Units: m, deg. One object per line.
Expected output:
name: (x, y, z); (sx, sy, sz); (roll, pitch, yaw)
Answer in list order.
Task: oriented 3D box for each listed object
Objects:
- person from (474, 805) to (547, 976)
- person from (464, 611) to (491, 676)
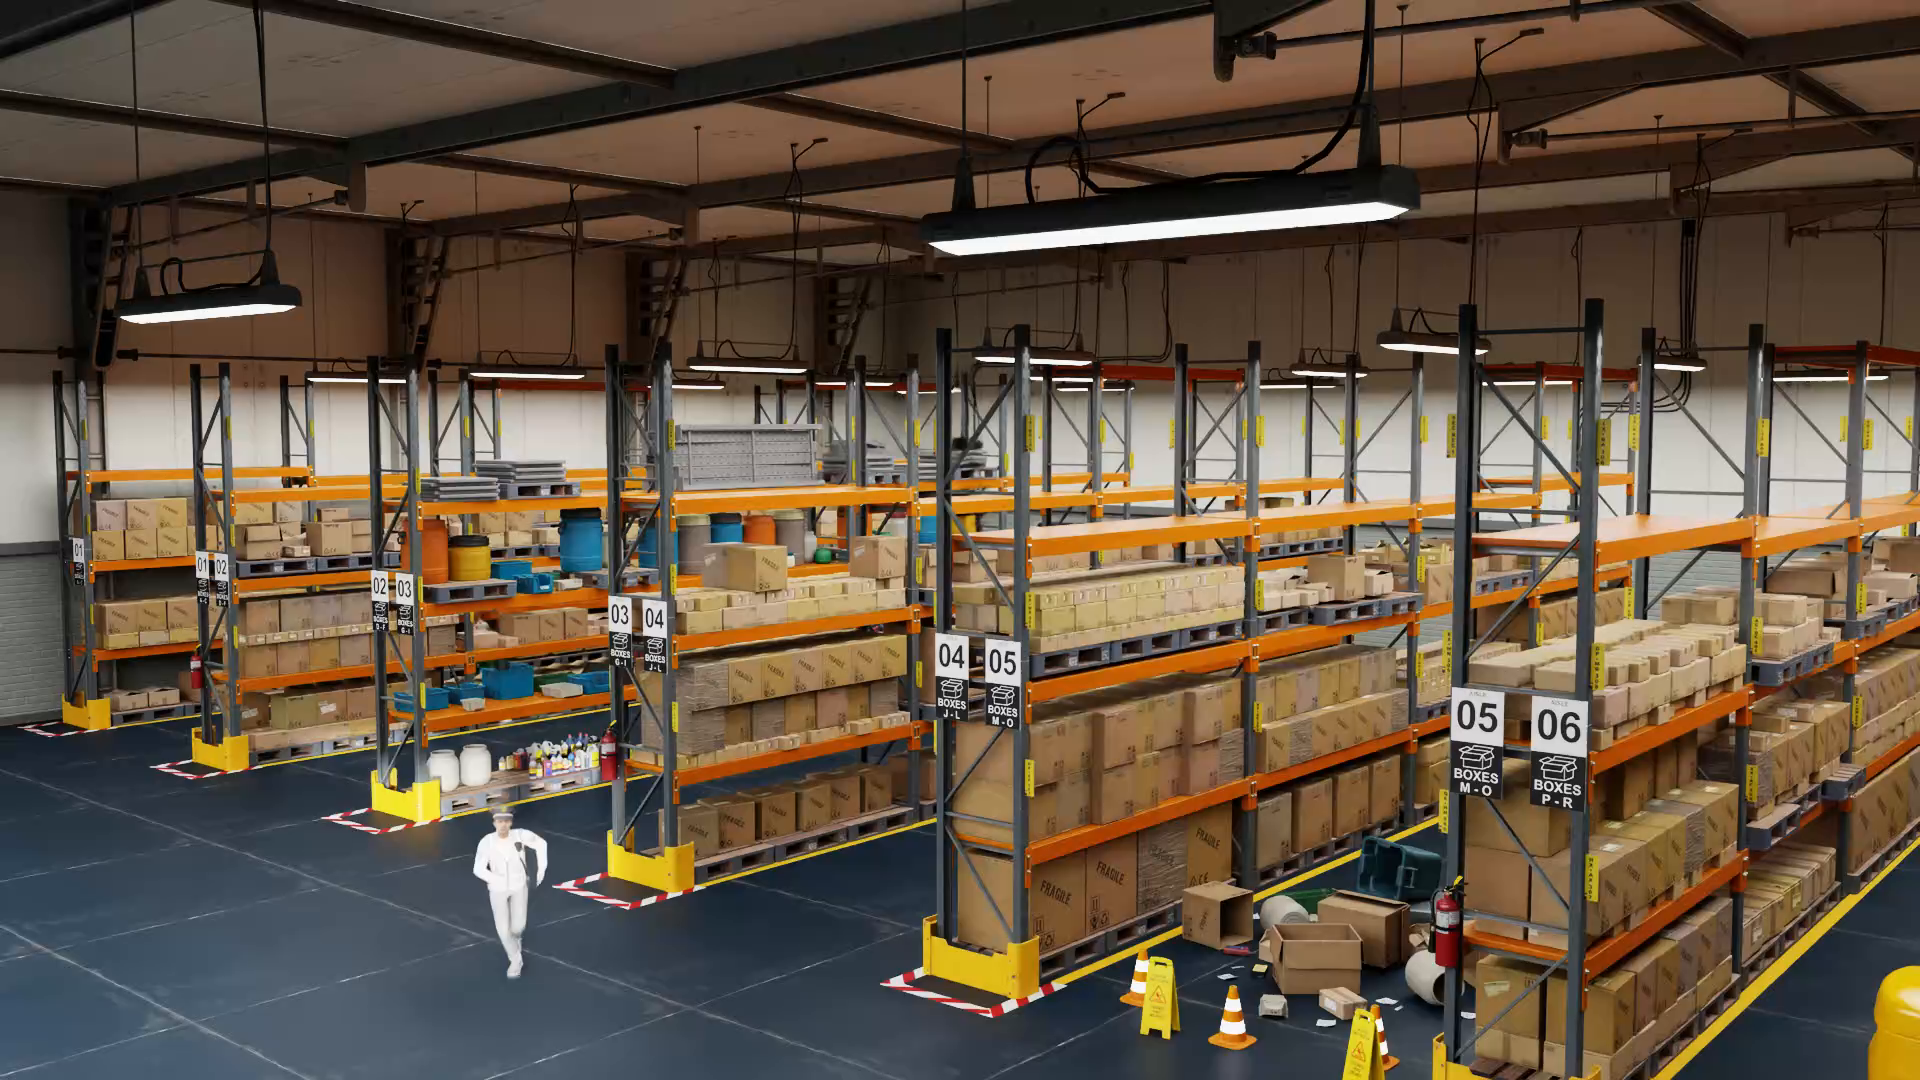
person: (-4.141, 3.240, 15.338); (0.652, 1.645, 0.622); (-1, 4, -14)
person: (-8.687, 2.065, 30.086); (0.660, 1.791, 0.983); (4, 5, 41)
